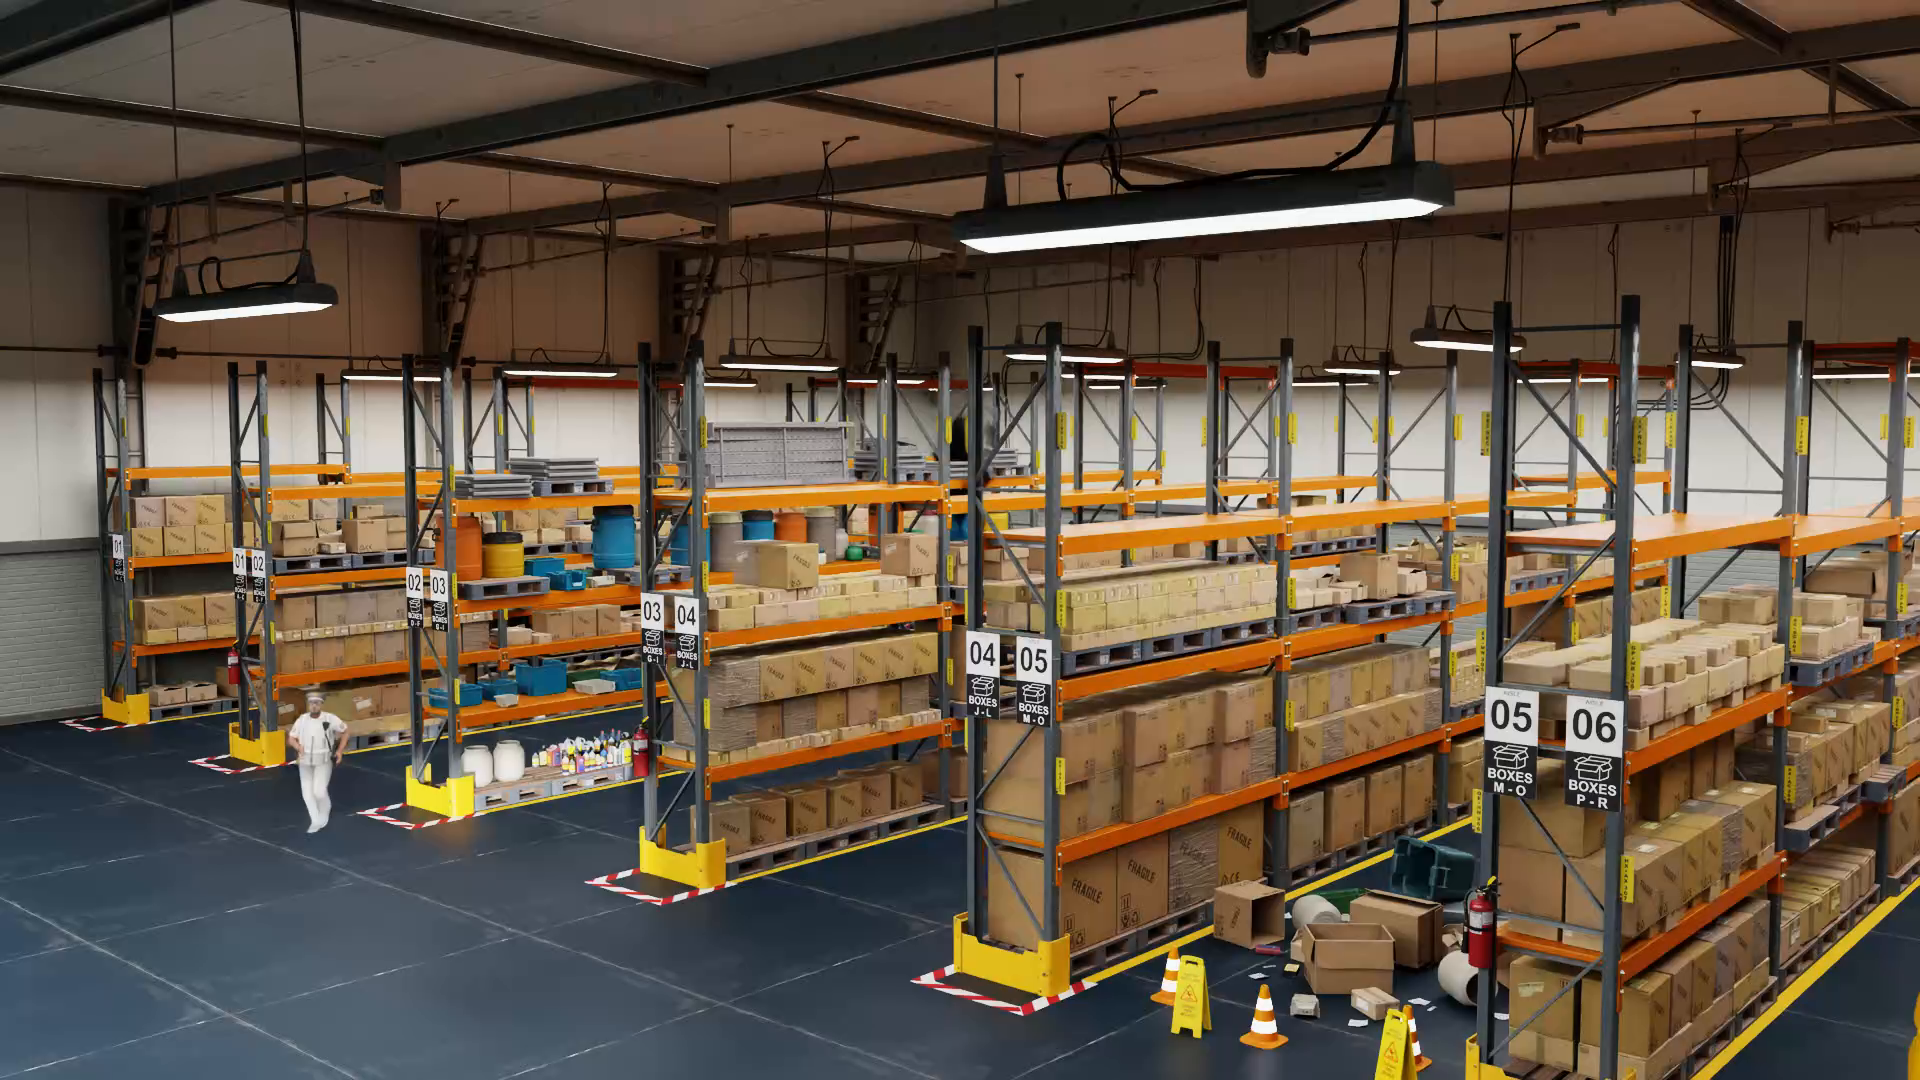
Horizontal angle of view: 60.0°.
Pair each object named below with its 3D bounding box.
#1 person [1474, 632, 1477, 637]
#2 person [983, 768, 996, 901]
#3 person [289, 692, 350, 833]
[{"bbox_3d":[8.461,2.315,27.145,0.646,1.737,0.563,4,6,43],"label":"person"},{"bbox_3d":[0.470,3.024,18.133,0.608,1.655,0.868,2,5,27],"label":"person"},{"bbox_3d":[-8.029,2.770,20.745,0.686,1.766,0.585,0,4,-4],"label":"person"}]
